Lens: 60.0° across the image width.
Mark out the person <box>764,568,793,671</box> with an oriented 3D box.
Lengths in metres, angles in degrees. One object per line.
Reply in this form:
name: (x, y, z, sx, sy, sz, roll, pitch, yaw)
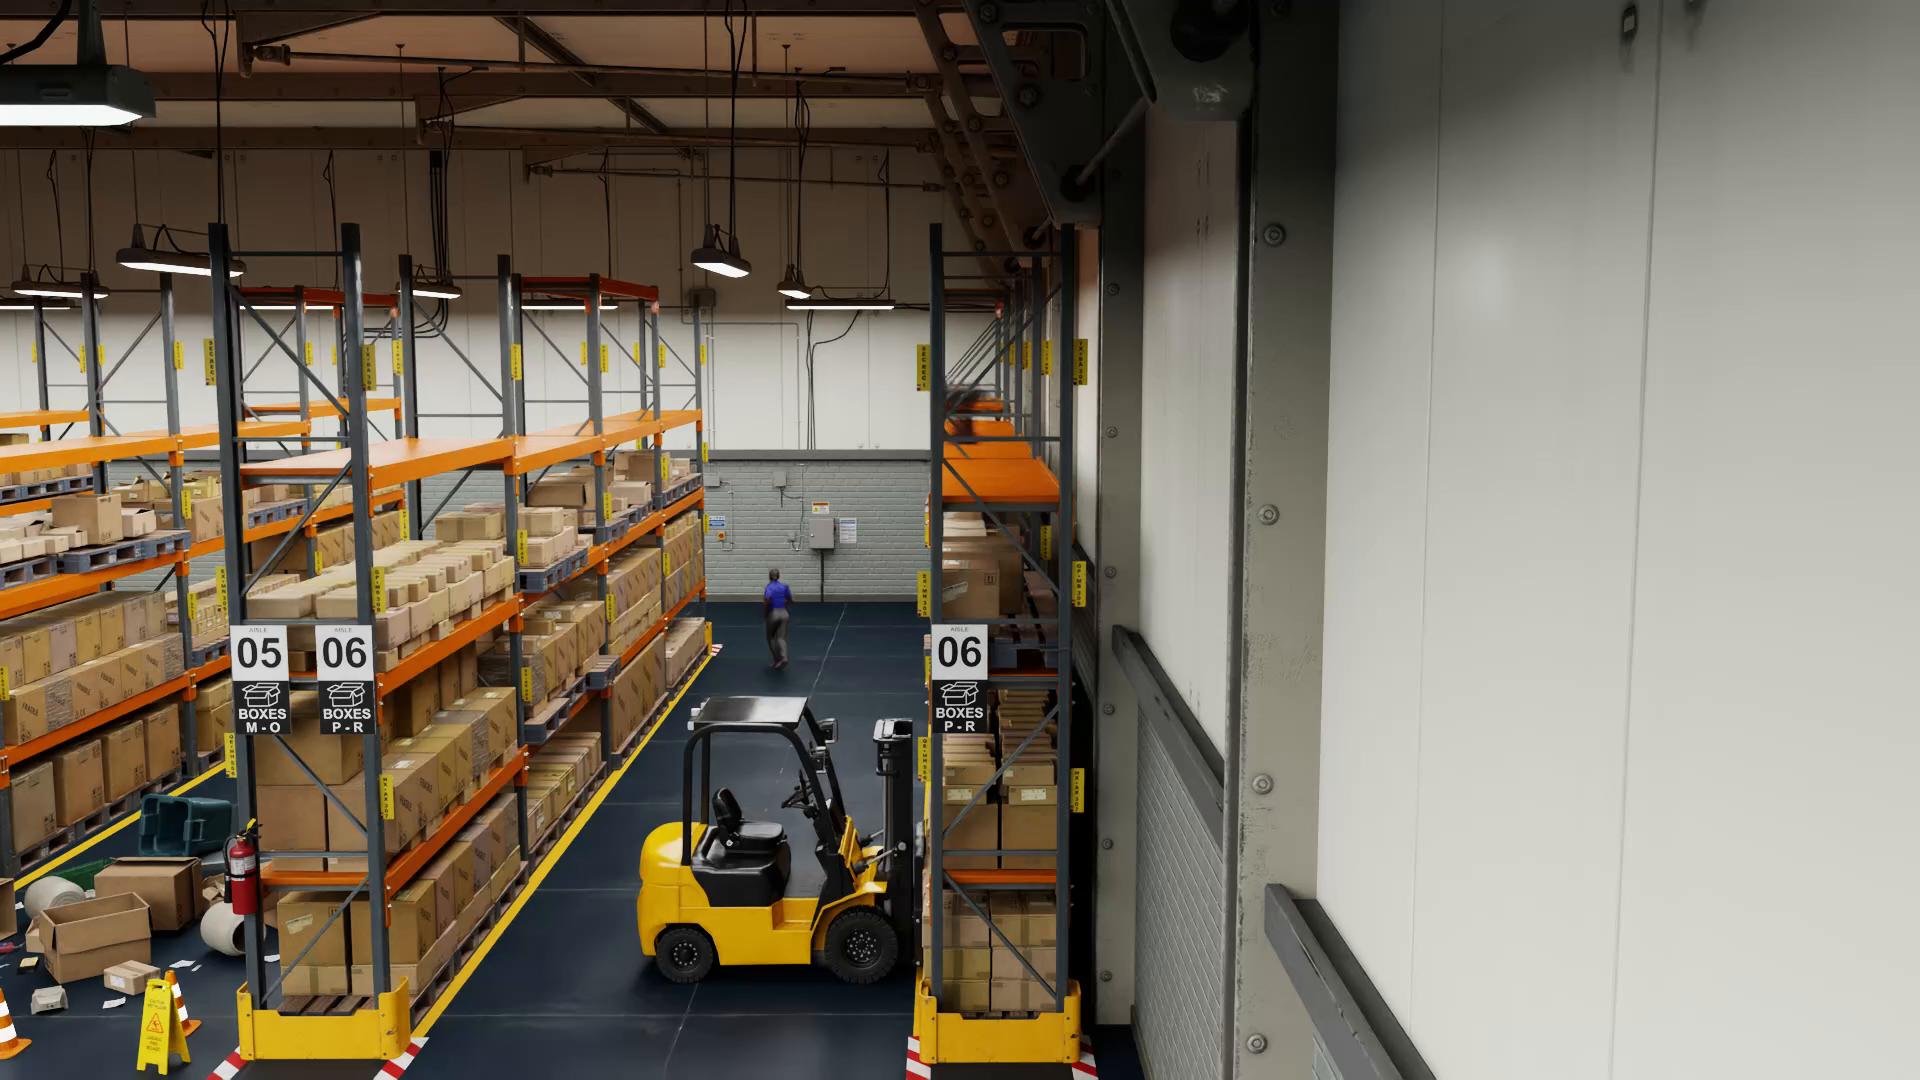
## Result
person: (-2.856, 1.277, 26.435, 0.549, 1.629, 0.801, -4, 8, -28)
